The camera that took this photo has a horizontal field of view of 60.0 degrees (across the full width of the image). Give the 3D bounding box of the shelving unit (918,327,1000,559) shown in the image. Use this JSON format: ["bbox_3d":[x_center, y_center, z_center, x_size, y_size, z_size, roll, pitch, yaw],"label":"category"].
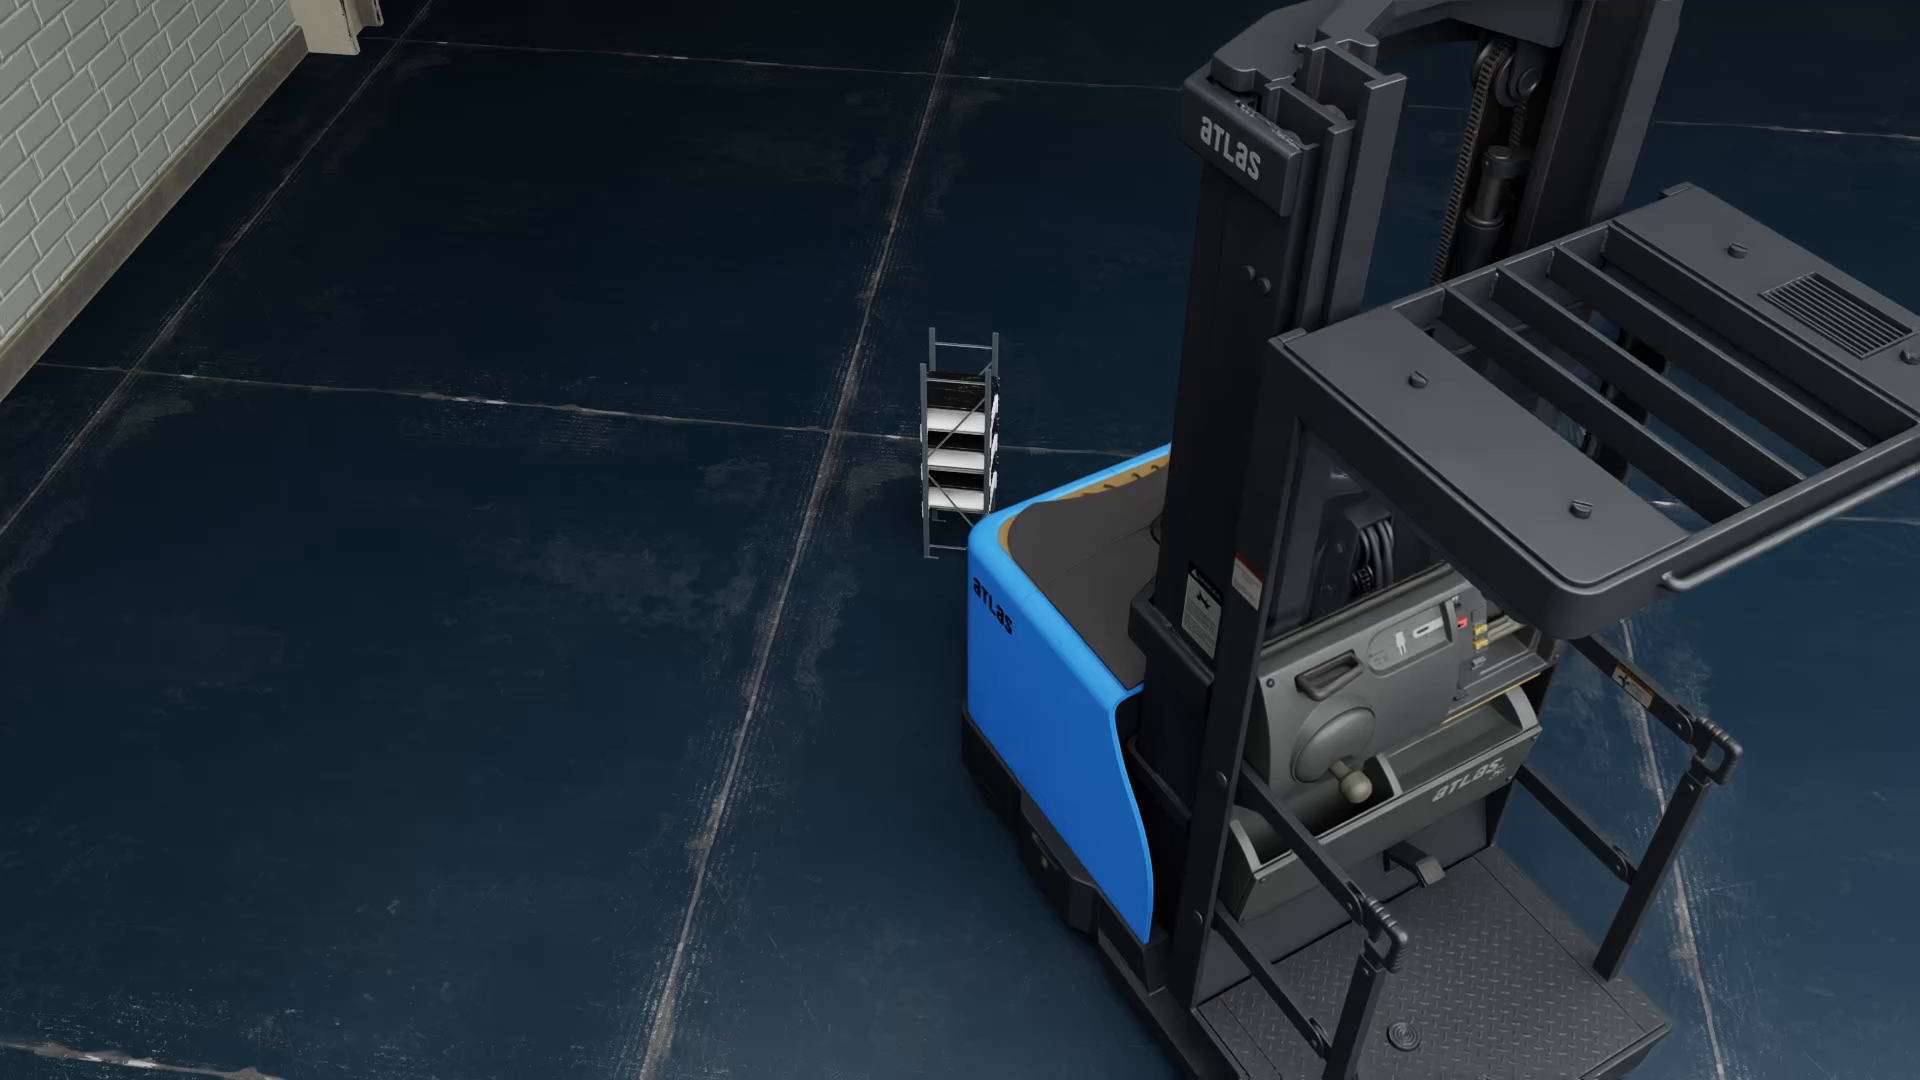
[{"bbox_3d":[-0.001,-0.321,5.935,0.258,0.900,0.210,5,44,6],"label":"shelving unit"}]

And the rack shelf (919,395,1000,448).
[{"bbox_3d":[-0.001,-0.428,5.834,0.258,0.077,0.200,5,44,6],"label":"rack shelf"}]

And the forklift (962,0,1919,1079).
[{"bbox_3d":[1.180,0.377,3.720,1.130,2.935,3.031,-22,48,-21],"label":"forklift"}]

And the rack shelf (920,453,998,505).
[{"bbox_3d":[-0.001,-0.232,6.020,0.258,0.077,0.200,5,44,6],"label":"rack shelf"}]

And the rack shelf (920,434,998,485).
[{"bbox_3d":[-0.001,-0.297,5.958,0.258,0.077,0.200,5,44,6],"label":"rack shelf"}]

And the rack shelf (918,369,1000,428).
[{"bbox_3d":[-0.001,-0.493,5.772,0.258,0.077,0.200,5,44,6],"label":"rack shelf"}]

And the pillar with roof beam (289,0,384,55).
[{"bbox_3d":[0.863,-5.659,5.682,9.100,9.000,0.400,5,44,6],"label":"pillar with roof beam"}]

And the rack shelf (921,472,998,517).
[{"bbox_3d":[-0.001,-0.166,6.081,0.258,0.077,0.200,5,44,6],"label":"rack shelf"}]

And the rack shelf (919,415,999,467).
[{"bbox_3d":[-0.001,-0.362,5.896,0.258,0.077,0.200,5,44,6],"label":"rack shelf"}]

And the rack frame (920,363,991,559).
[{"bbox_3d":[-0.015,-0.252,5.862,0.240,0.900,0.006,5,44,6],"label":"rack frame"}]

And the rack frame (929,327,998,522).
[{"bbox_3d":[0.012,-0.391,6.008,0.240,0.900,0.006,5,44,6],"label":"rack frame"}]
